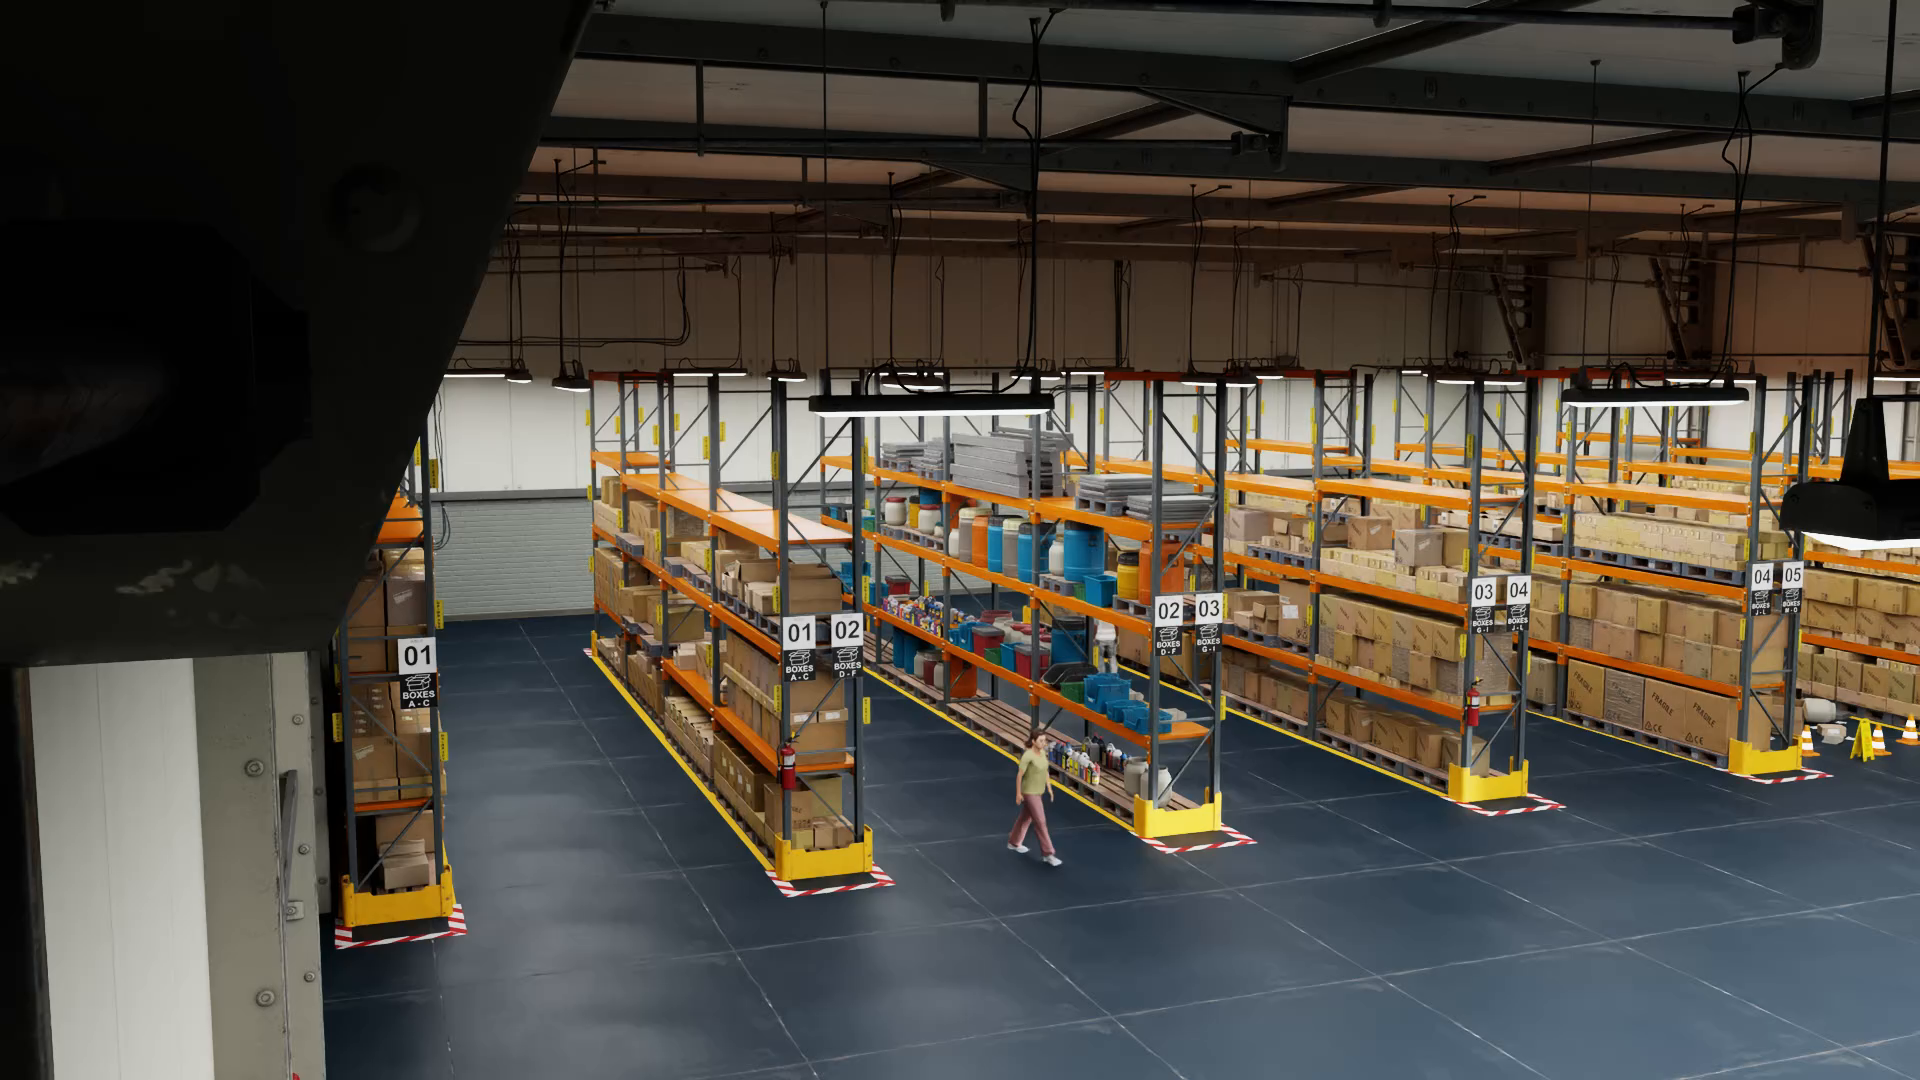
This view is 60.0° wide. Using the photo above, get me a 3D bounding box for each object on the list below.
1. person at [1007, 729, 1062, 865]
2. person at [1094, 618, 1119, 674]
[{"bbox_3d":[0.968,3.172,20.855,0.928,1.624,0.491,4,7,31],"label":"person"},{"bbox_3d":[2.784,1.908,31.788,0.583,1.782,0.553,-2,7,-21],"label":"person"}]
